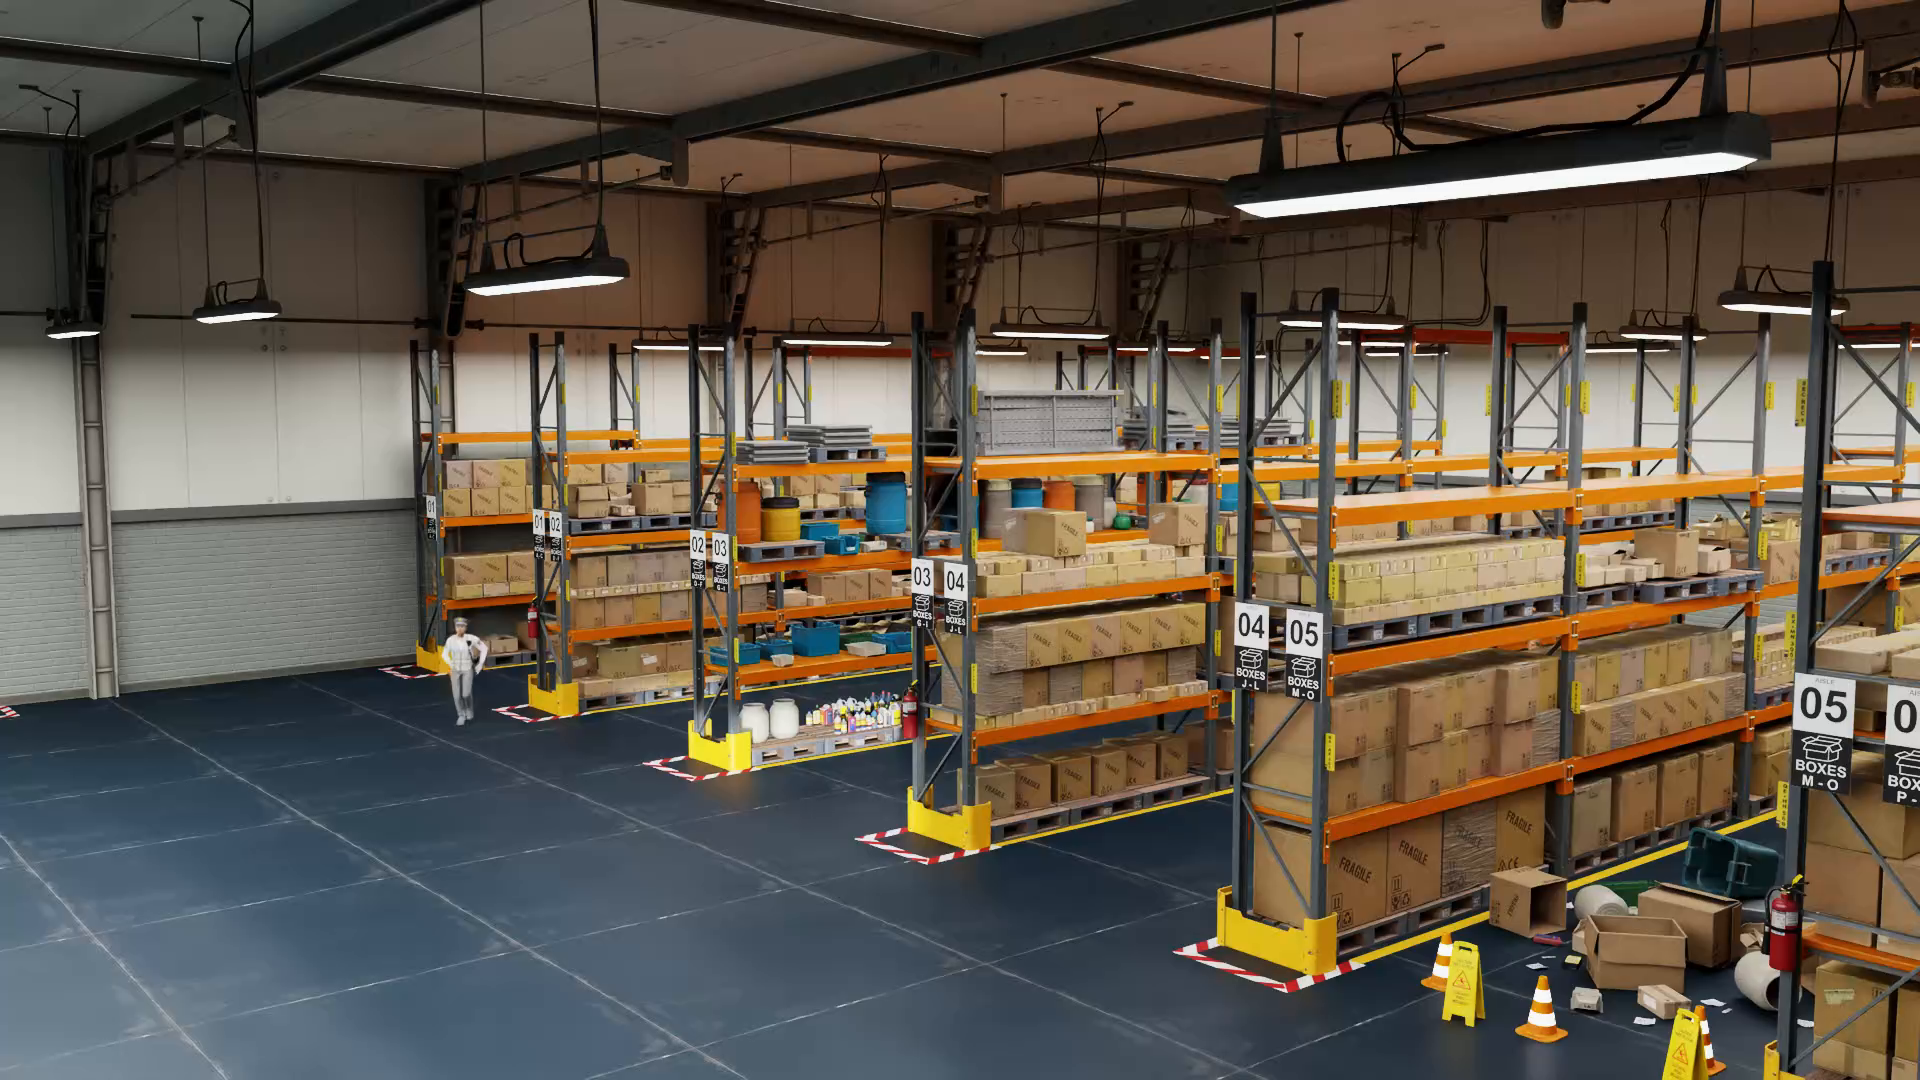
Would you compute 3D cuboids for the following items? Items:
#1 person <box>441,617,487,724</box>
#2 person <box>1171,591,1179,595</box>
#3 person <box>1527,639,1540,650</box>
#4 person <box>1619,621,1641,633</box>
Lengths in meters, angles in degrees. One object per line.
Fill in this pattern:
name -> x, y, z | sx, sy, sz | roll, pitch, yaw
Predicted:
person -> -7.567, 1.998, 25.350 | 0.657, 1.662, 0.571 | -1, 5, -7
person -> 4.605, 1.225, 33.094 | 0.647, 1.768, 0.943 | 5, 7, 41
person -> 8.098, 2.195, 23.521 | 0.611, 1.632, 0.765 | 5, 7, 45
person -> 10.050, 2.007, 24.931 | 0.624, 1.783, 0.759 | 5, 7, 41
